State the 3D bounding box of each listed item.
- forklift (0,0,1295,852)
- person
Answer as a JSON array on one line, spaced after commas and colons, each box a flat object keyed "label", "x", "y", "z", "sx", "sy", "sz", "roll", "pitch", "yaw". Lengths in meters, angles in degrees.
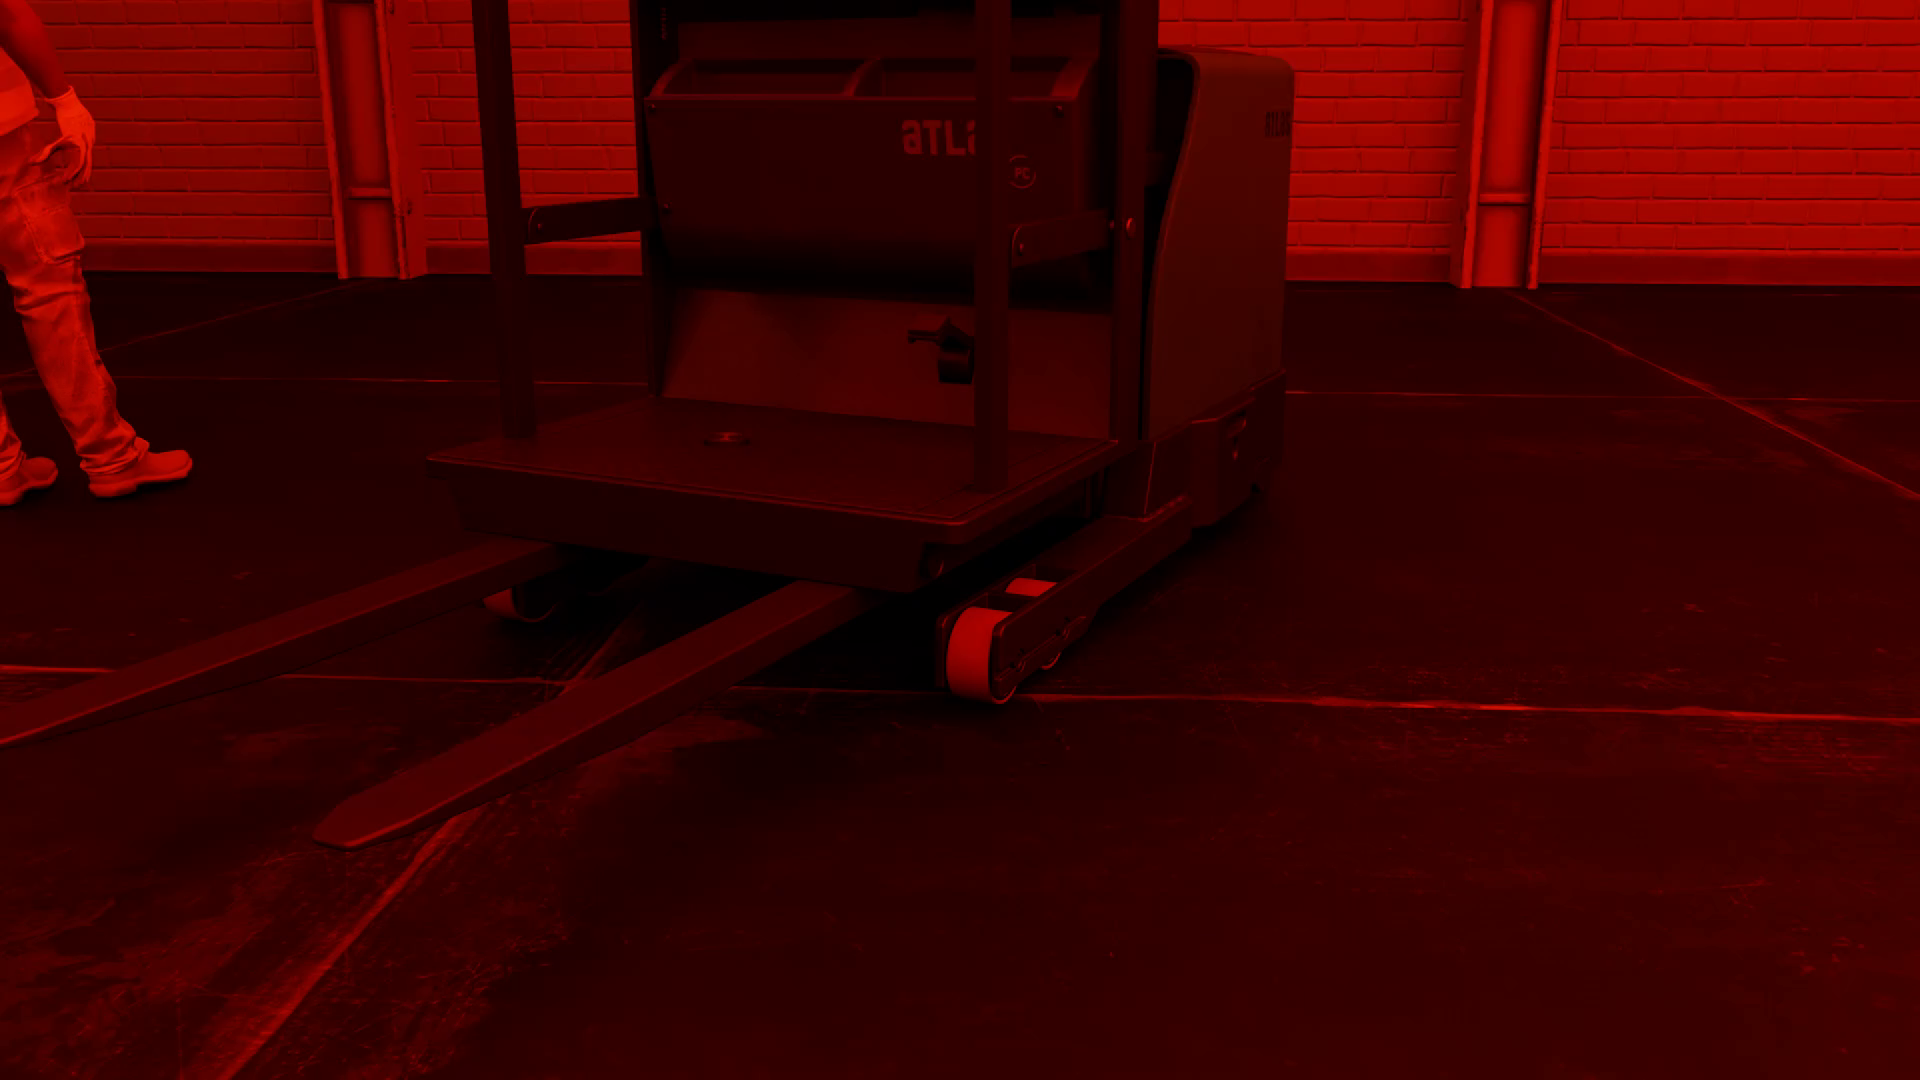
[{"label": "forklift", "x": -0.277, "y": -1.268, "z": 2.889, "sx": 1.130, "sy": 2.935, "sz": 3.031, "roll": 7, "pitch": 17, "yaw": 25}, {"label": "person", "x": -2.361, "y": -0.974, "z": 3.970, "sx": 0.656, "sy": 1.785, "sz": 0.576, "roll": 2, "pitch": 15, "yaw": 8}]
